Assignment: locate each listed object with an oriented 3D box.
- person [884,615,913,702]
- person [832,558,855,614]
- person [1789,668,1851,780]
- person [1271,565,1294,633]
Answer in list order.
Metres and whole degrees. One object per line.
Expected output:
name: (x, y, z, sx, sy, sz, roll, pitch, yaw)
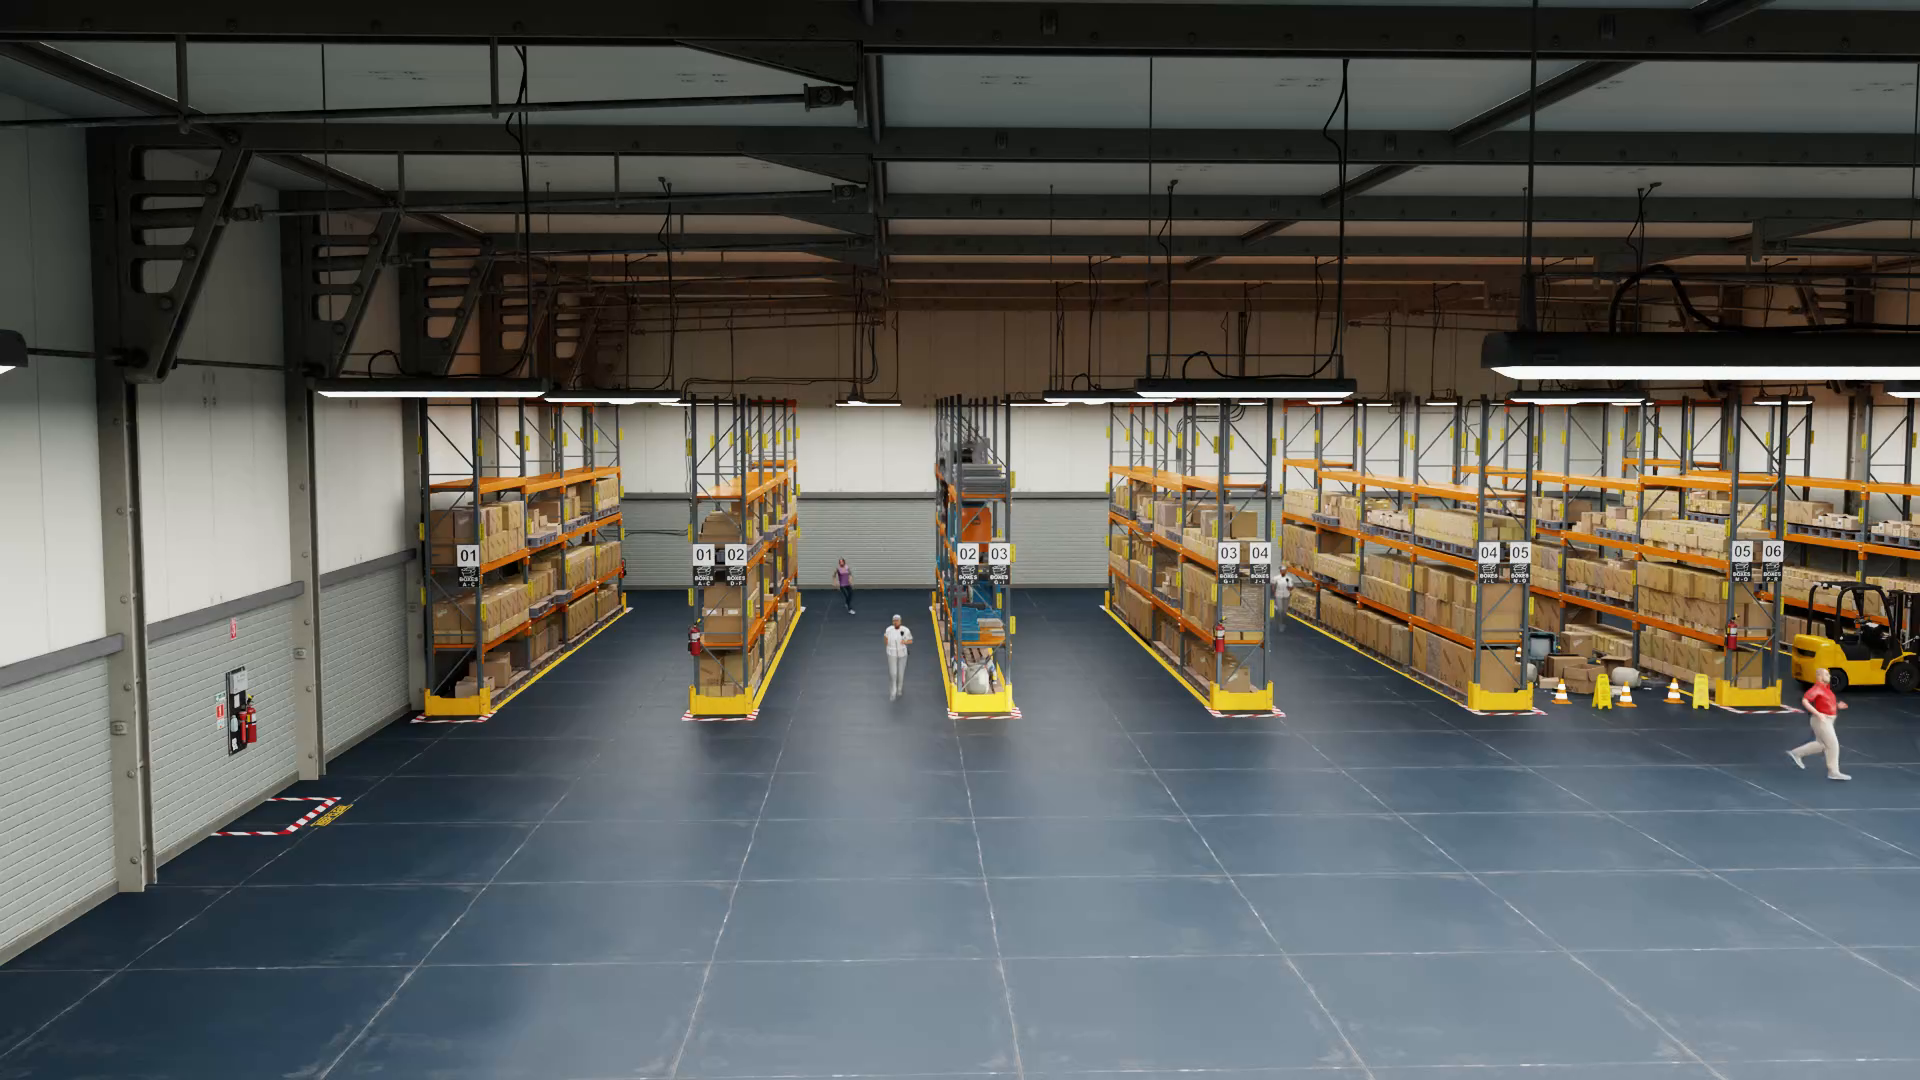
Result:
person: (-1.211, 2.328, 32.857, 0.574, 1.738, 0.754, 0, 5, -3)
person: (-3.265, 1.274, 46.591, 0.612, 1.557, 0.725, -2, 5, -19)
person: (13.374, 2.832, 25.831, 0.921, 1.696, 0.674, 4, 6, 39)
person: (8.327, 1.504, 42.919, 0.566, 1.734, 0.774, 0, 4, 2)
